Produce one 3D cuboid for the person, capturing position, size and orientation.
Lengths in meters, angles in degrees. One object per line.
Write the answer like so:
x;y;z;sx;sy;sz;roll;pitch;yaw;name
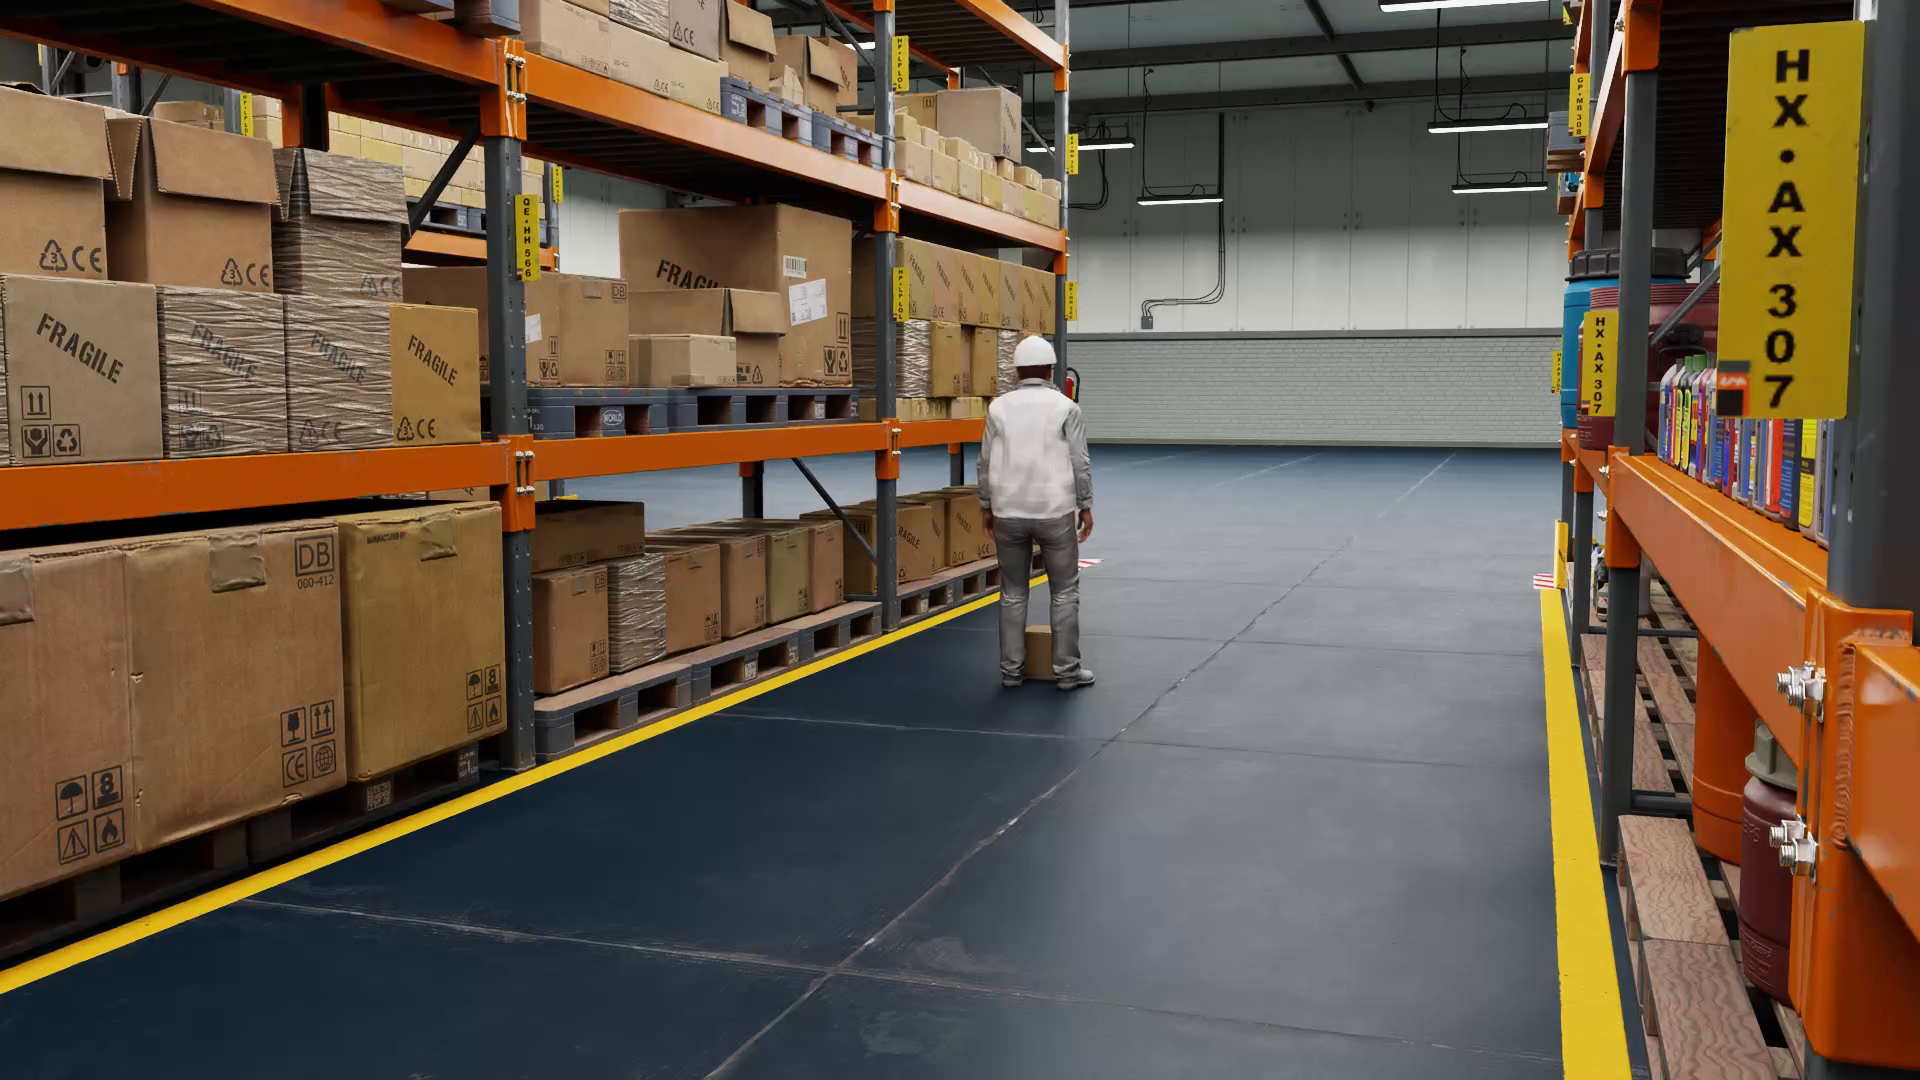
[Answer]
0.381;-0.144;8.427;0.590;1.772;0.459;2;5;16;person
